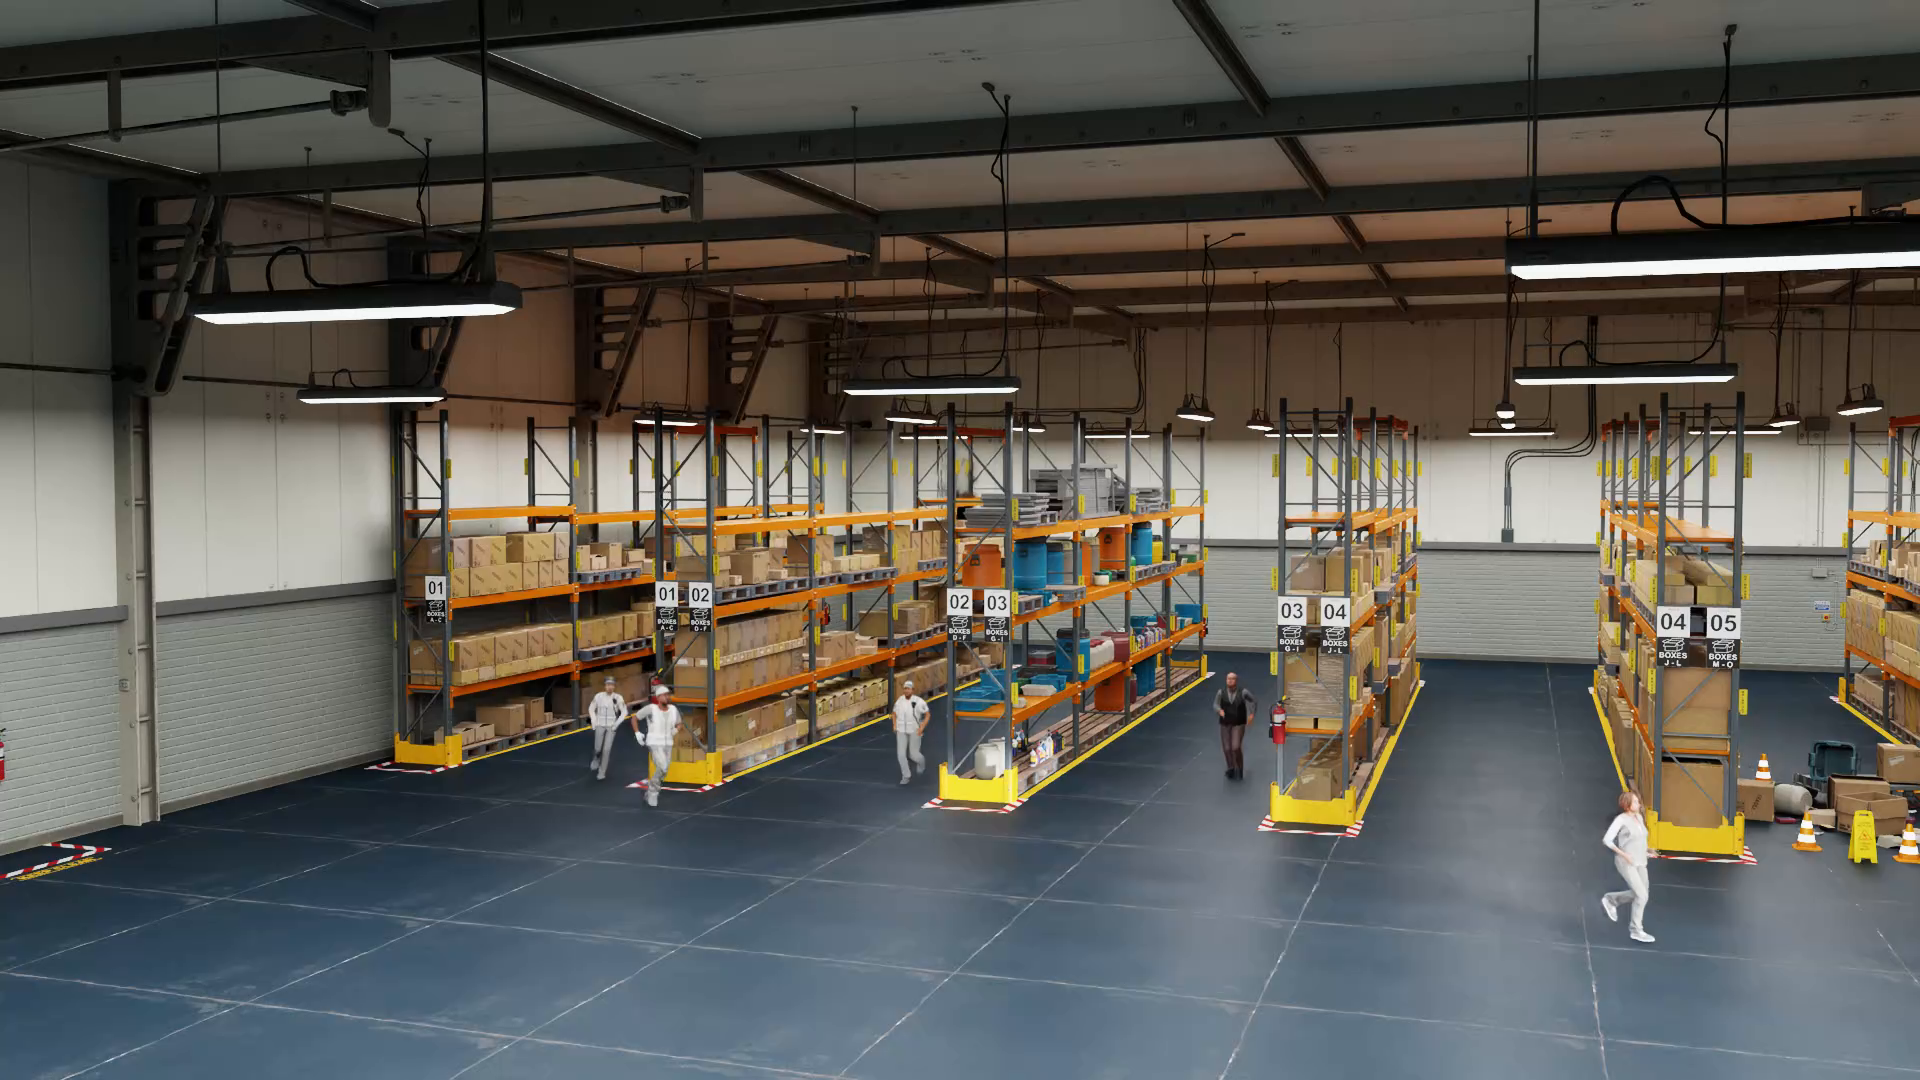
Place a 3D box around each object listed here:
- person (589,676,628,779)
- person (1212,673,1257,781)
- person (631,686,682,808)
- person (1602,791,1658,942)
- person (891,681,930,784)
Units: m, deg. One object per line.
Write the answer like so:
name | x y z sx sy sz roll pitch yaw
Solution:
person | -5.714 3.038 27.024 0.630 1.679 0.541 0 2 -9
person | 4.394 3.010 26.746 0.673 1.748 0.704 1 3 21
person | -4.438 3.061 24.708 0.627 1.763 0.683 2 3 42
person | 7.117 3.459 17.757 0.542 1.553 0.680 -2 3 -33
person | -0.790 3.051 26.546 0.646 1.622 0.630 1 3 17
